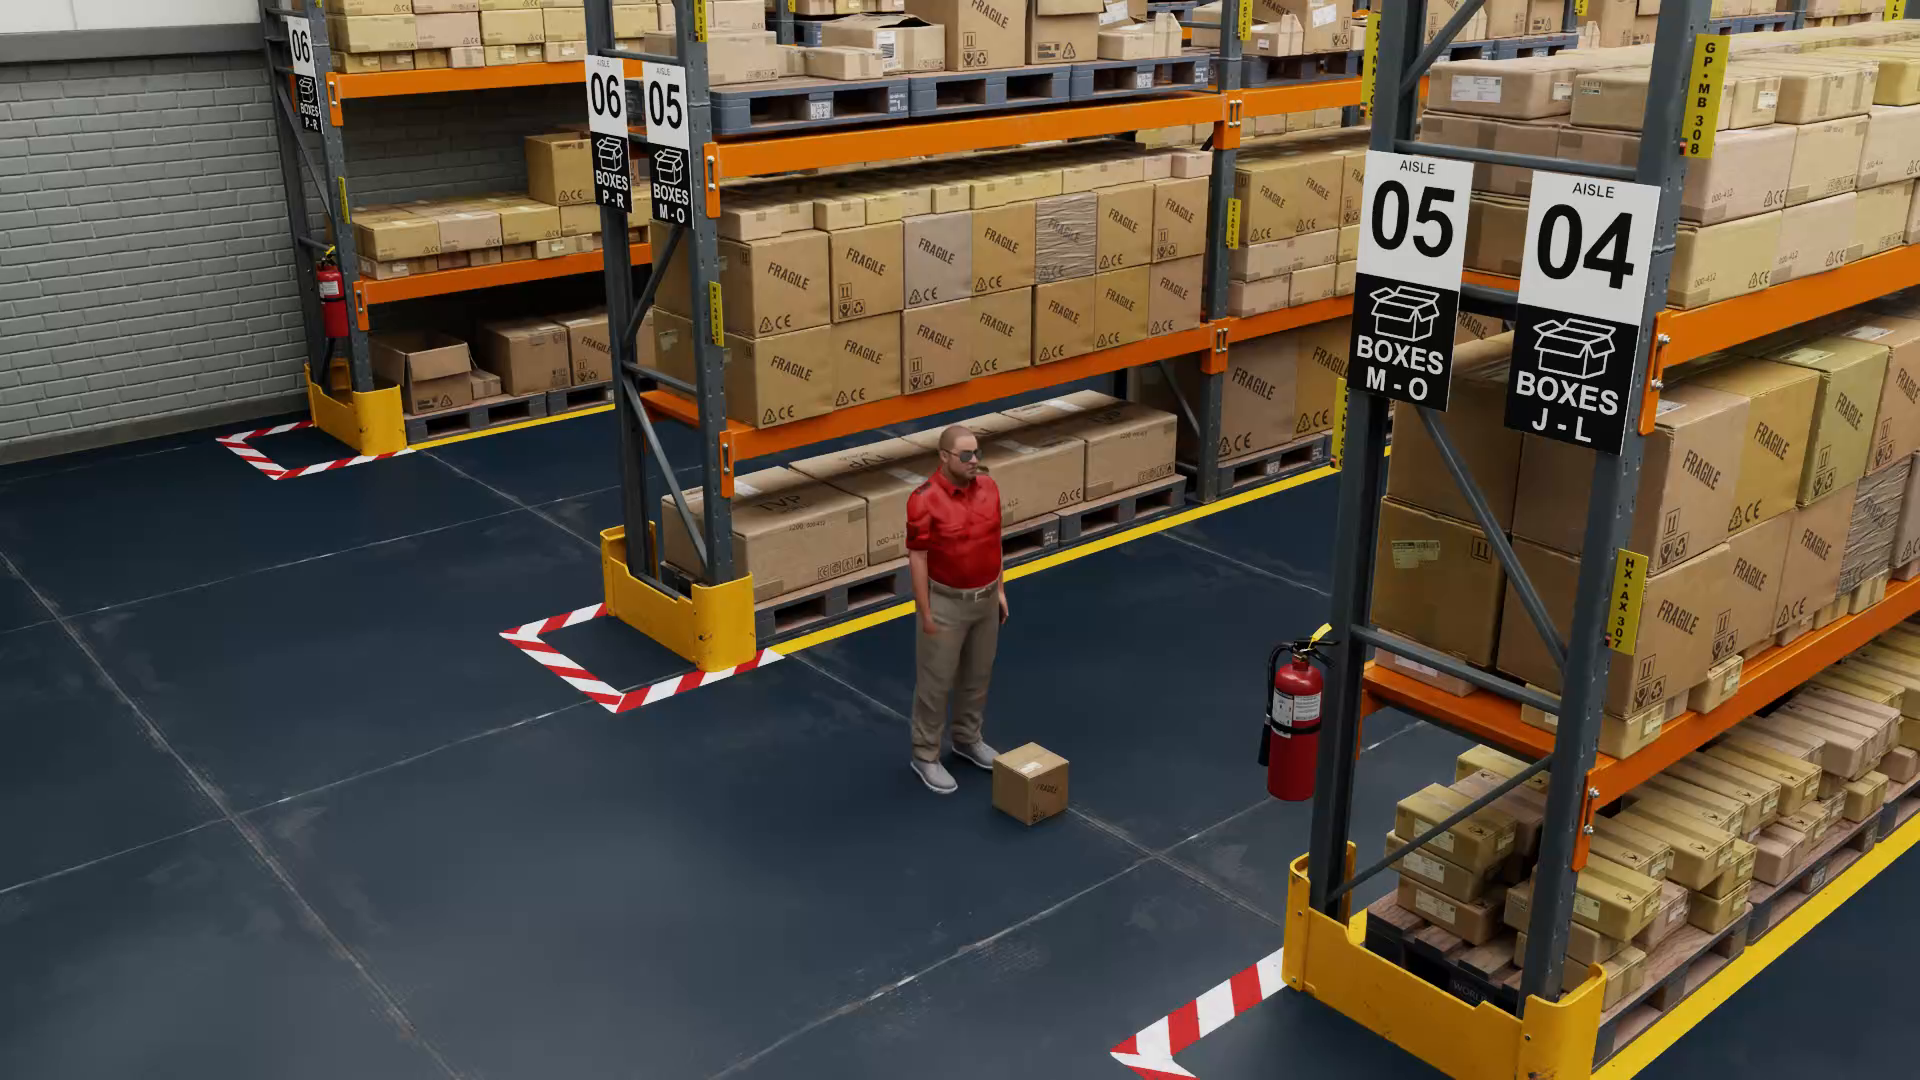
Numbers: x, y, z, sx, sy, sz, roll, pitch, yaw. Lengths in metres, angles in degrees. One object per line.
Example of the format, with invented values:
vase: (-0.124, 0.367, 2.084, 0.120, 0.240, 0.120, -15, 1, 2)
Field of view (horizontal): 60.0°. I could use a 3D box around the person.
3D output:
person: (0.013, 0.308, 7.809, 0.532, 1.734, 0.354, -17, 26, -37)
